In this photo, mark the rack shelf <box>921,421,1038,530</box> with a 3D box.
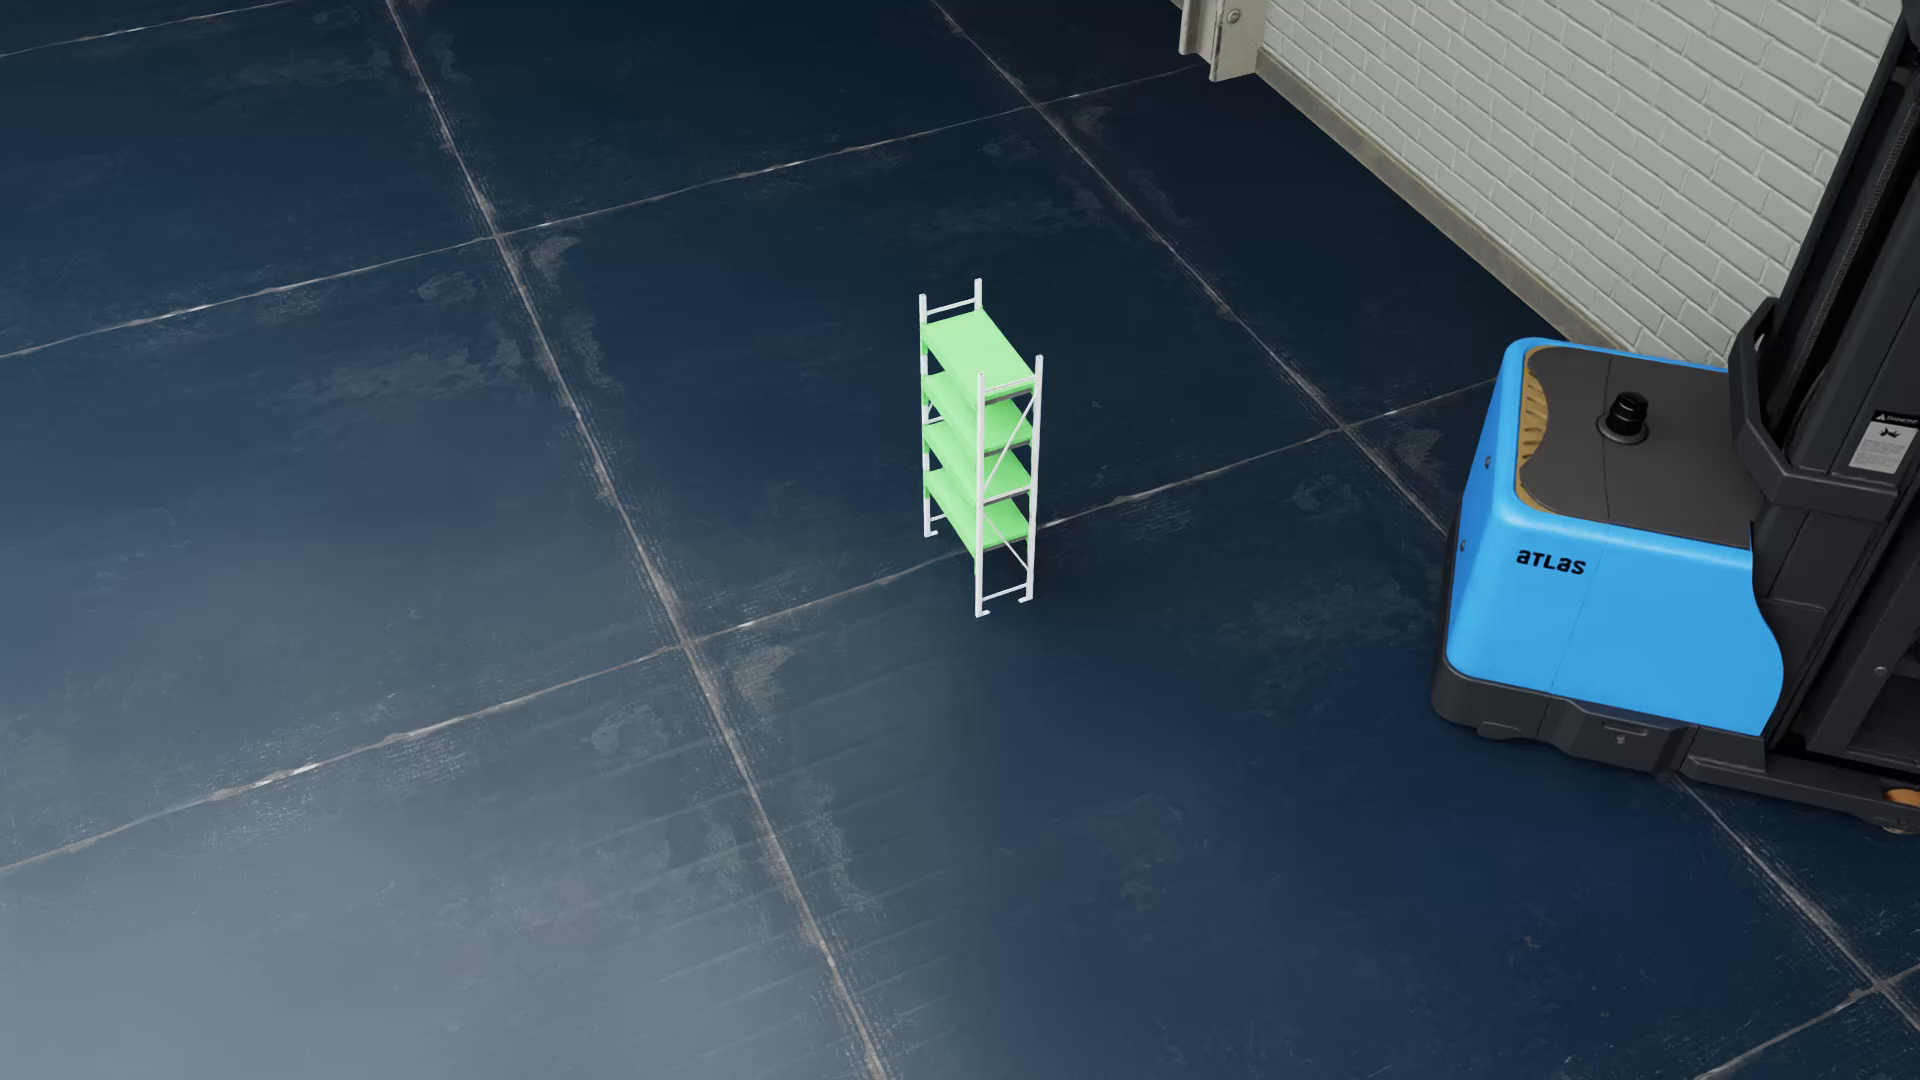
[{"bbox_3d":[0.070,-0.276,6.267,0.258,0.148,0.480,-18,47,-17],"label":"rack shelf"}]

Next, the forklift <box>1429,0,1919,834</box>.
[{"bbox_3d":[3.285,-0.412,5.081,3.031,2.935,1.130,11,46,11],"label":"forklift"}]

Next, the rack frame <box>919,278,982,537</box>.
[{"bbox_3d":[-0.033,-0.477,6.379,0.240,1.200,0.015,-18,47,-17],"label":"rack frame"}]

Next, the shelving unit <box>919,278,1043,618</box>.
[{"bbox_3d":[0.070,-0.322,6.222,0.258,1.200,0.503,-18,47,-17],"label":"shelving unit"}]

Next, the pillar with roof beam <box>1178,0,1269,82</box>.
[{"bbox_3d":[-2.423,-4.679,5.085,9.100,9.000,0.400,-18,47,-17],"label":"pillar with roof beam"}]

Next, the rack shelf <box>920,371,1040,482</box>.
[{"bbox_3d":[0.070,-0.447,6.098,0.258,0.148,0.480,-18,47,-17],"label":"rack shelf"}]

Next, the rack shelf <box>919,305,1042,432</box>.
[{"bbox_3d":[0.070,-0.618,5.929,0.258,0.148,0.480,-18,47,-17],"label":"rack shelf"}]

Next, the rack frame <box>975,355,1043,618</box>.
[{"bbox_3d":[0.172,-0.166,6.064,0.240,1.200,0.015,-18,47,-17],"label":"rack frame"}]

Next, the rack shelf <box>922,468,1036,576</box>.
[{"bbox_3d":[0.070,-0.105,6.435,0.258,0.148,0.480,-18,47,-17],"label":"rack shelf"}]
